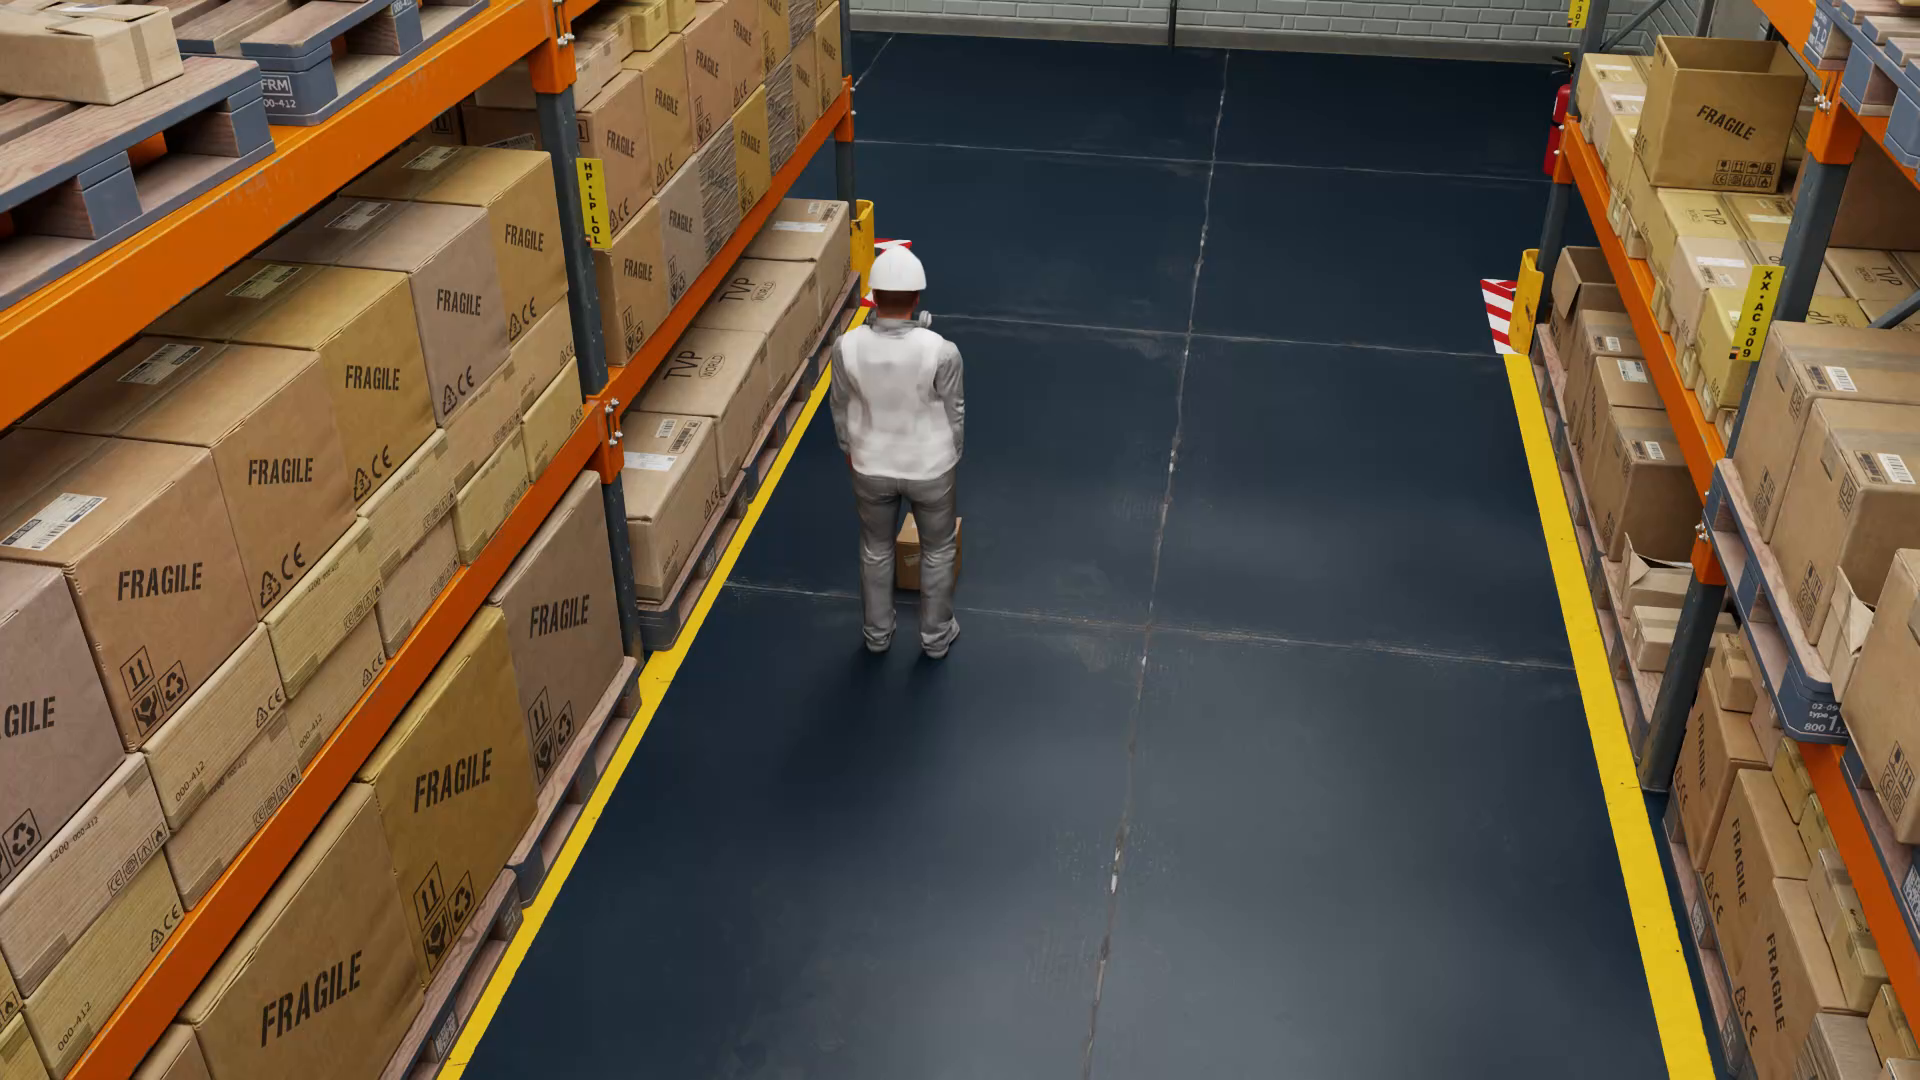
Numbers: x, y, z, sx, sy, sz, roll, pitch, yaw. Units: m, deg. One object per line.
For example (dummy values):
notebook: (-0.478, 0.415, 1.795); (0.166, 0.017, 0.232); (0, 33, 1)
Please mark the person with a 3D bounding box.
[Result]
person: (-0.243, -0.323, 6.645); (0.538, 1.759, 0.379); (6, 33, 9)
